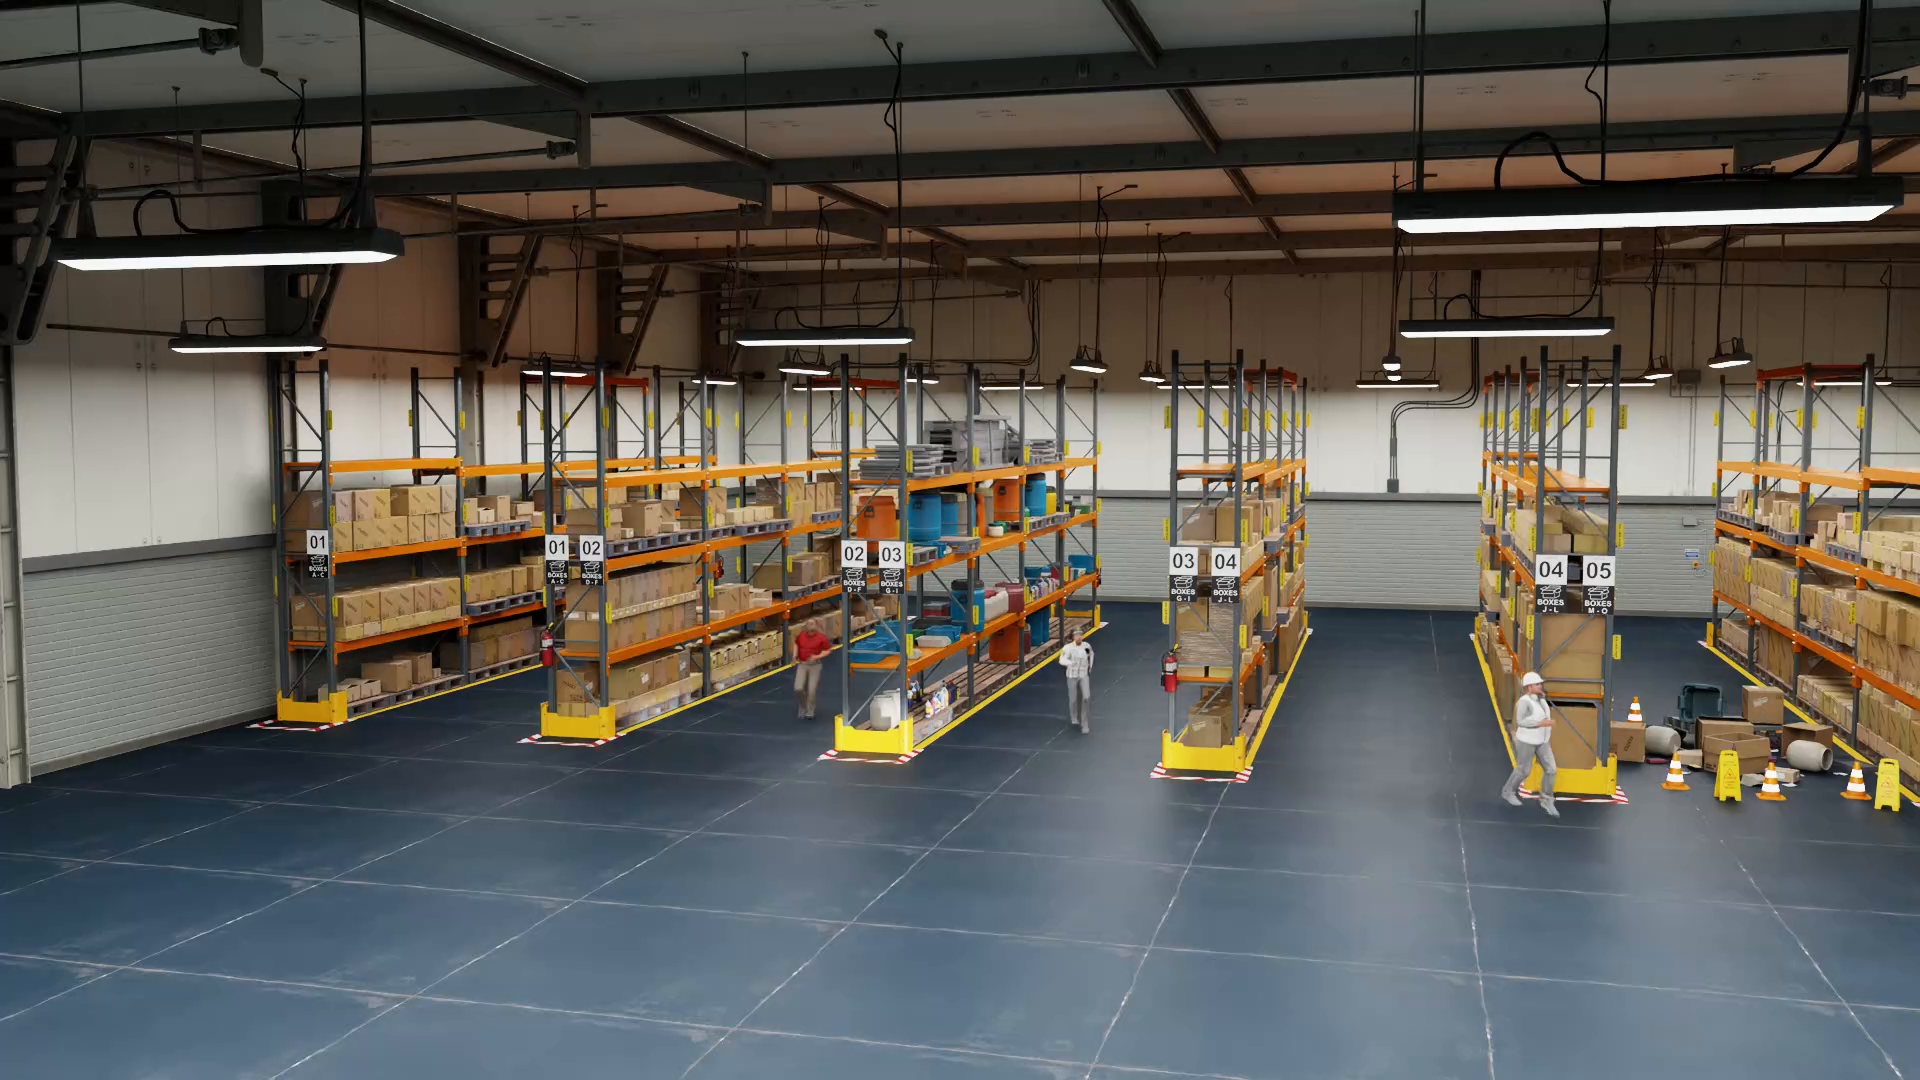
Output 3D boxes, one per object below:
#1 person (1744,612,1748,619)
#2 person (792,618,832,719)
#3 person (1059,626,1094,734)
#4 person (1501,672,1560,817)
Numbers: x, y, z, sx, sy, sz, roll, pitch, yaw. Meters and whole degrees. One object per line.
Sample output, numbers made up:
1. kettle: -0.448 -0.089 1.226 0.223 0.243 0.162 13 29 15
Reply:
1. person: 17.936 1.424 37.459 0.931 1.790 0.687 4 6 43
2. person: -2.498 2.164 27.795 0.701 1.724 0.584 1 4 13
3. person: 1.884 2.241 26.872 0.588 1.741 0.794 0 4 -3
4. person: 7.285 2.596 21.212 0.643 1.836 0.800 -3 5 -32
